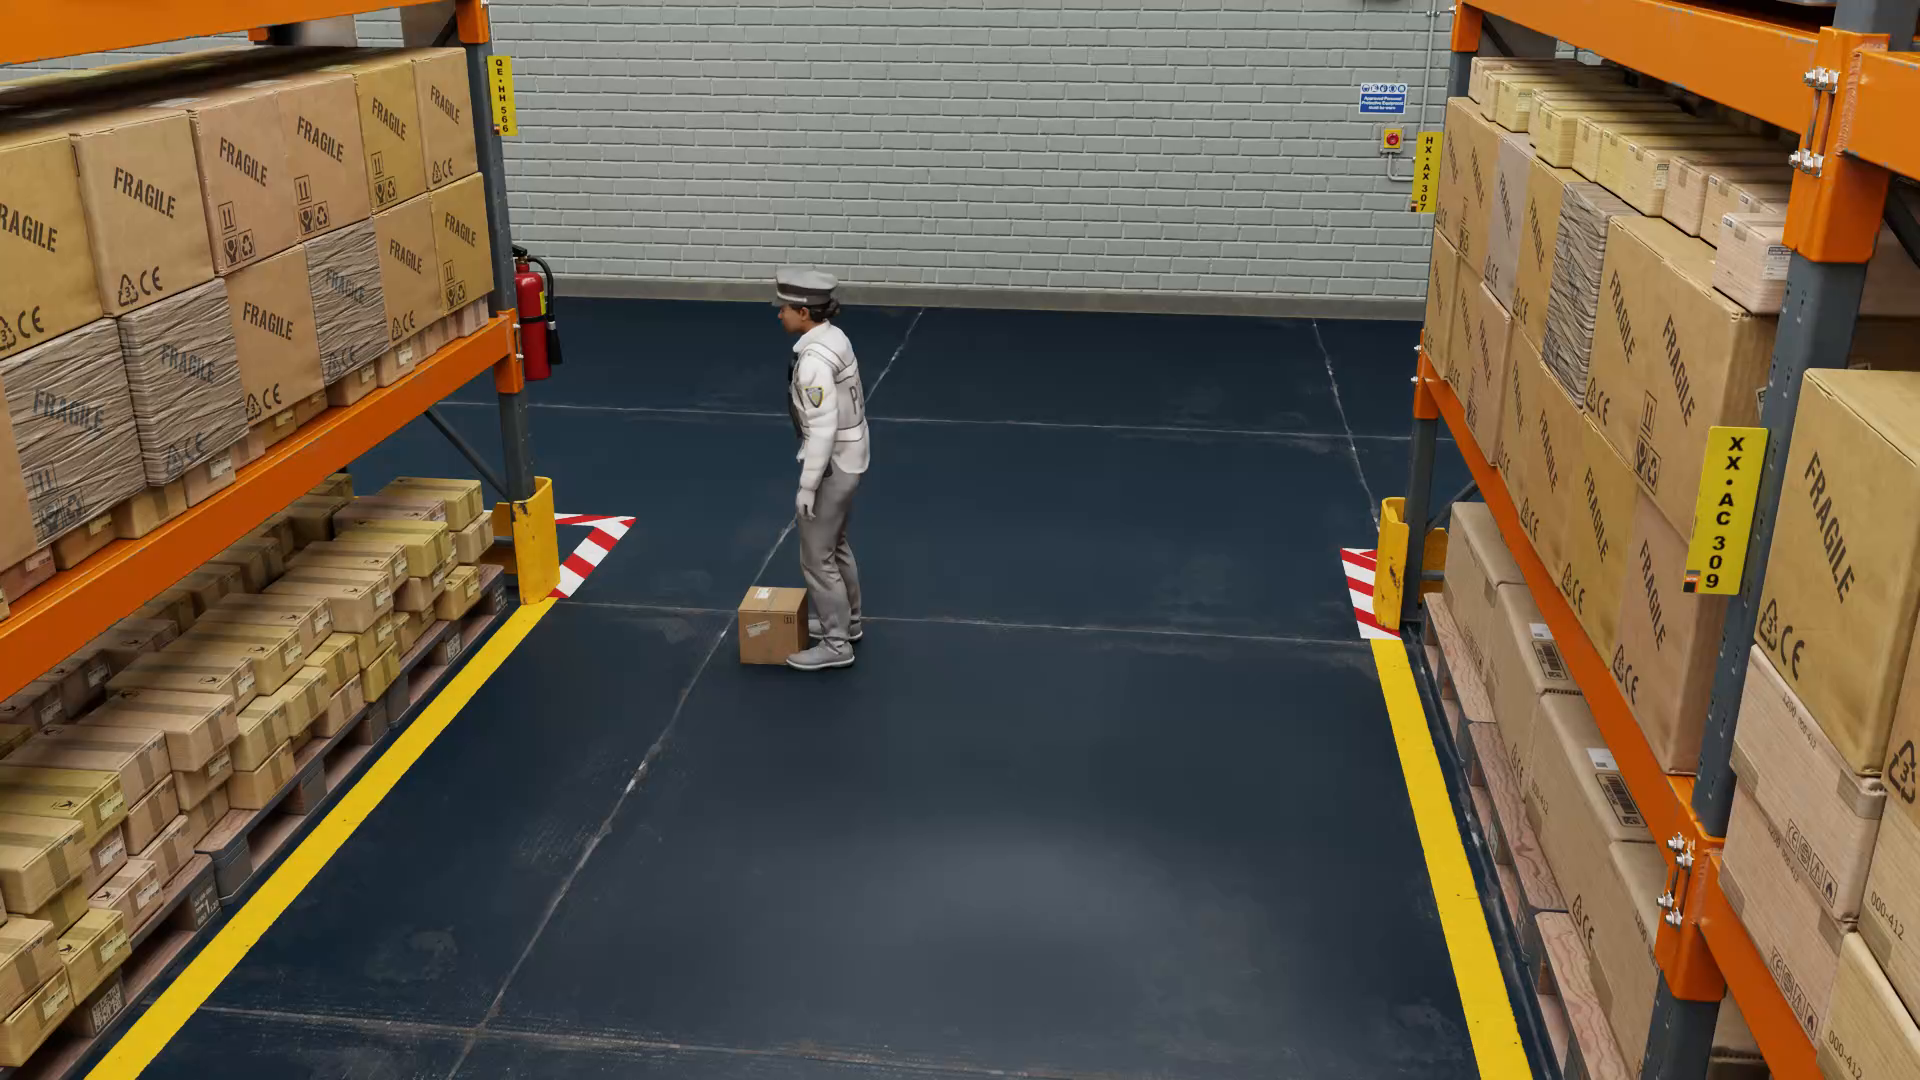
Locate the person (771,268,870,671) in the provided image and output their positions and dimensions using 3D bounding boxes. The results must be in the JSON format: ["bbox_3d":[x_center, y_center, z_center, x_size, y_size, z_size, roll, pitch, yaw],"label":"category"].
[{"bbox_3d":[-0.555,-0.283,6.802,0.370,1.666,0.545,2,21,4],"label":"person"}]
